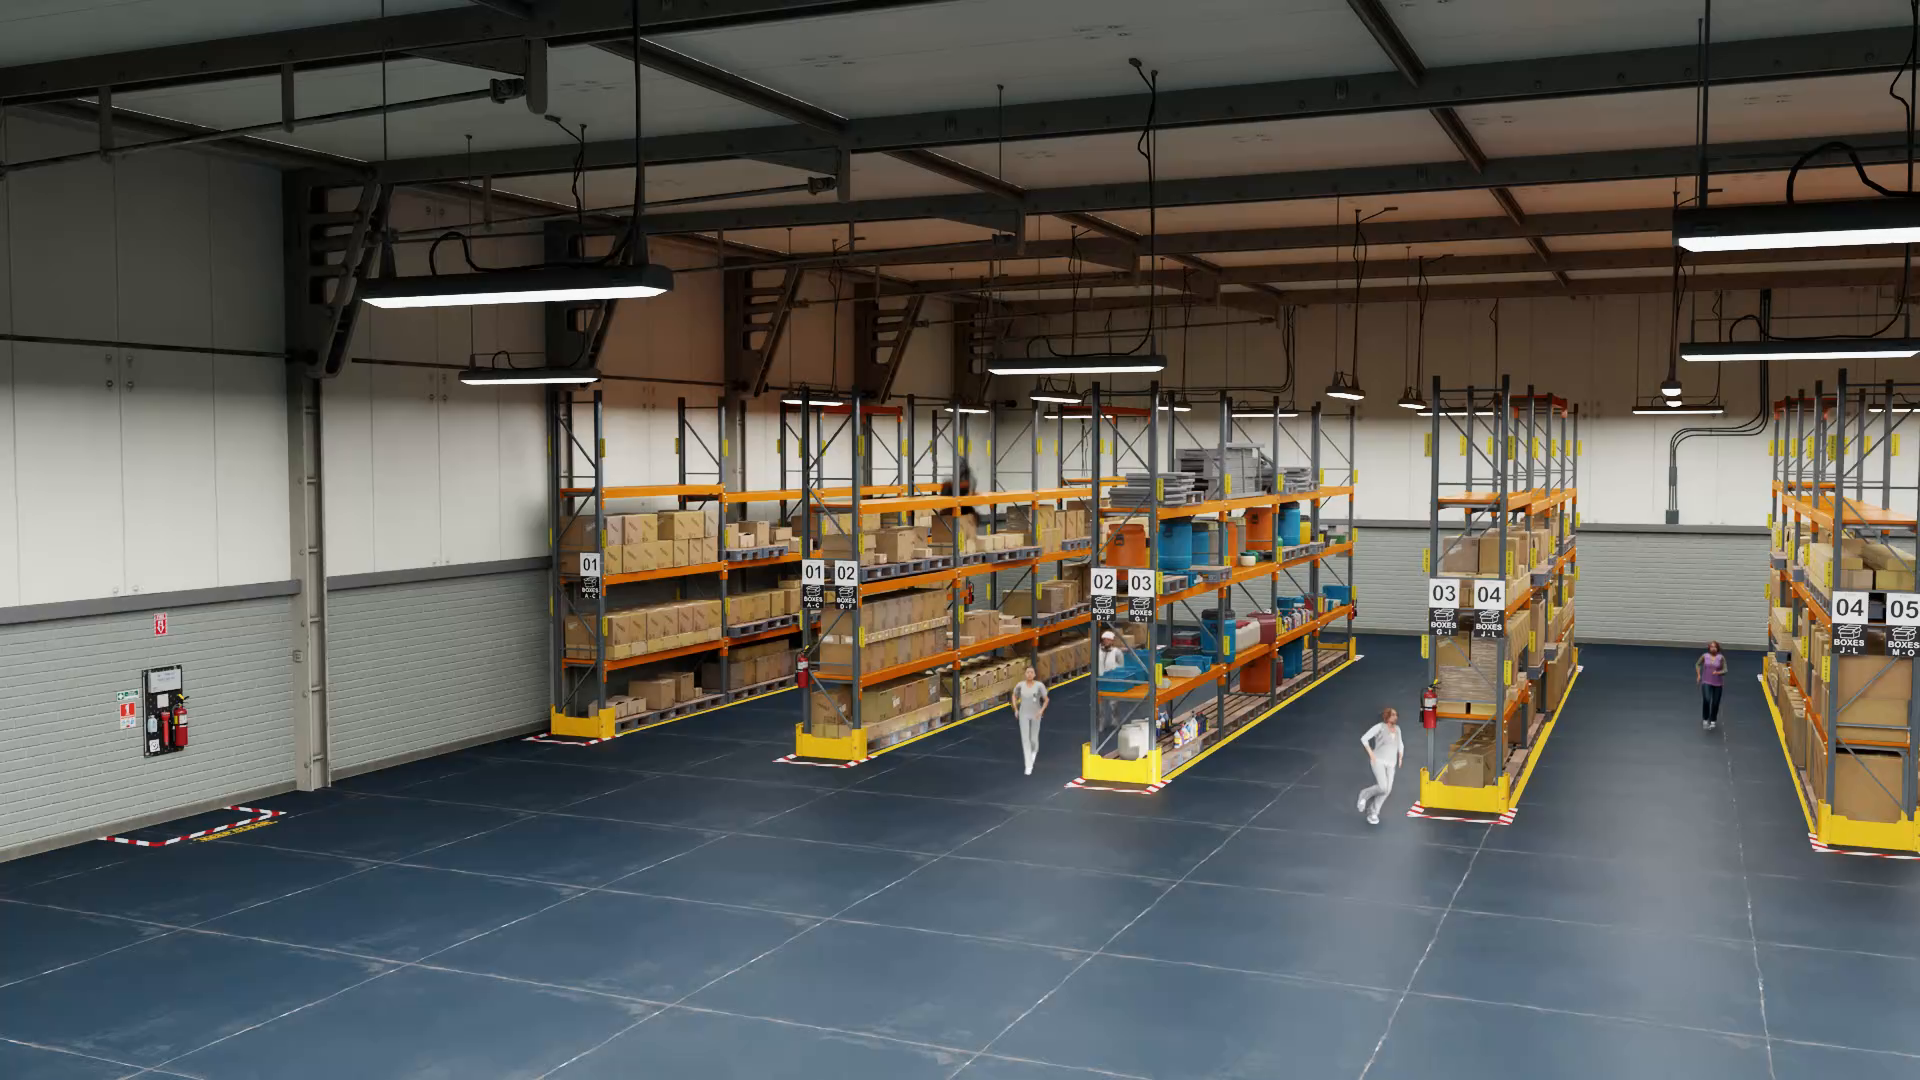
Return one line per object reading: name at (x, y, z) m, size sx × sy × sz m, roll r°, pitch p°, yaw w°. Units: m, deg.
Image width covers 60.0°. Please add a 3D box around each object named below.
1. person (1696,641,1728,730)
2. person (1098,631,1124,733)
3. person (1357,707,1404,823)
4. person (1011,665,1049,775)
person at (13.307, 2.579, 29.447) m, size 0.509 × 1.569 × 0.655 m, roll 1°, pitch 3°, yaw 21°
person at (2.630, 2.510, 29.458) m, size 0.578 × 1.810 × 0.864 m, roll 1°, pitch 3°, yaw 17°
person at (5.700, 3.019, 22.344) m, size 0.585 × 1.522 × 0.499 m, roll -1°, pitch 3°, yaw -22°
person at (1.089, 2.771, 25.871) m, size 0.586 × 1.657 × 0.822 m, roll 0°, pitch 3°, yaw 5°
